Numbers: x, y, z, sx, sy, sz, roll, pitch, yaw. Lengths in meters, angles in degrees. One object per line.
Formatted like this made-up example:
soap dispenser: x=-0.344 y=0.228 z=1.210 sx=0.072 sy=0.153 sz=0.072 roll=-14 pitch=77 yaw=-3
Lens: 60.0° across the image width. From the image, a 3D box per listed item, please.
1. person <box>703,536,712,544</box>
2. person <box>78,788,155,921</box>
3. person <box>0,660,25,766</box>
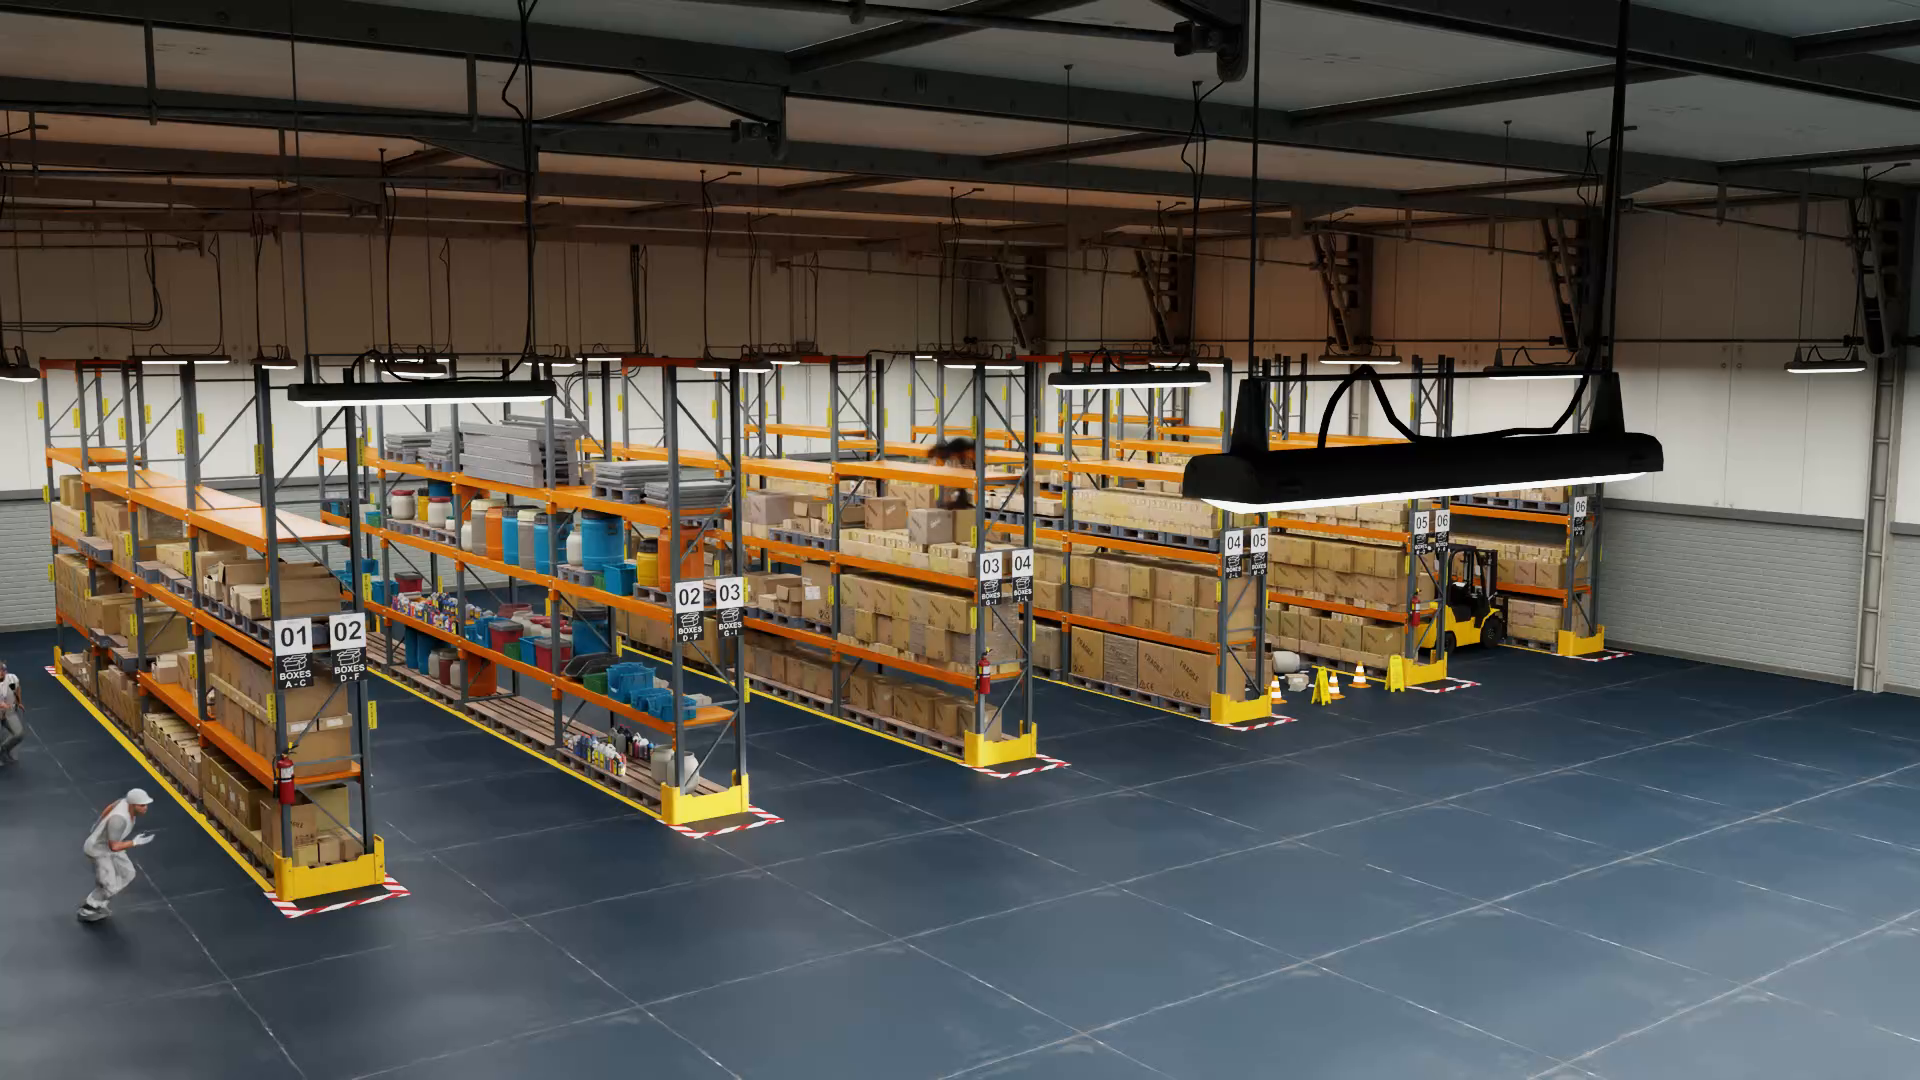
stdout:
person: x=-6.117 y=0.724 z=39.863 sx=0.652 sy=1.662 sz=0.856 roll=0 pitch=7 yaw=3
person: x=-9.184 y=3.423 z=18.094 sx=0.931 sy=1.508 sz=0.701 roll=-1 pitch=7 yaw=-7
person: x=-14.164 y=2.561 z=24.590 sx=0.847 sy=1.657 sz=0.675 roll=5 pitch=9 yaw=38
